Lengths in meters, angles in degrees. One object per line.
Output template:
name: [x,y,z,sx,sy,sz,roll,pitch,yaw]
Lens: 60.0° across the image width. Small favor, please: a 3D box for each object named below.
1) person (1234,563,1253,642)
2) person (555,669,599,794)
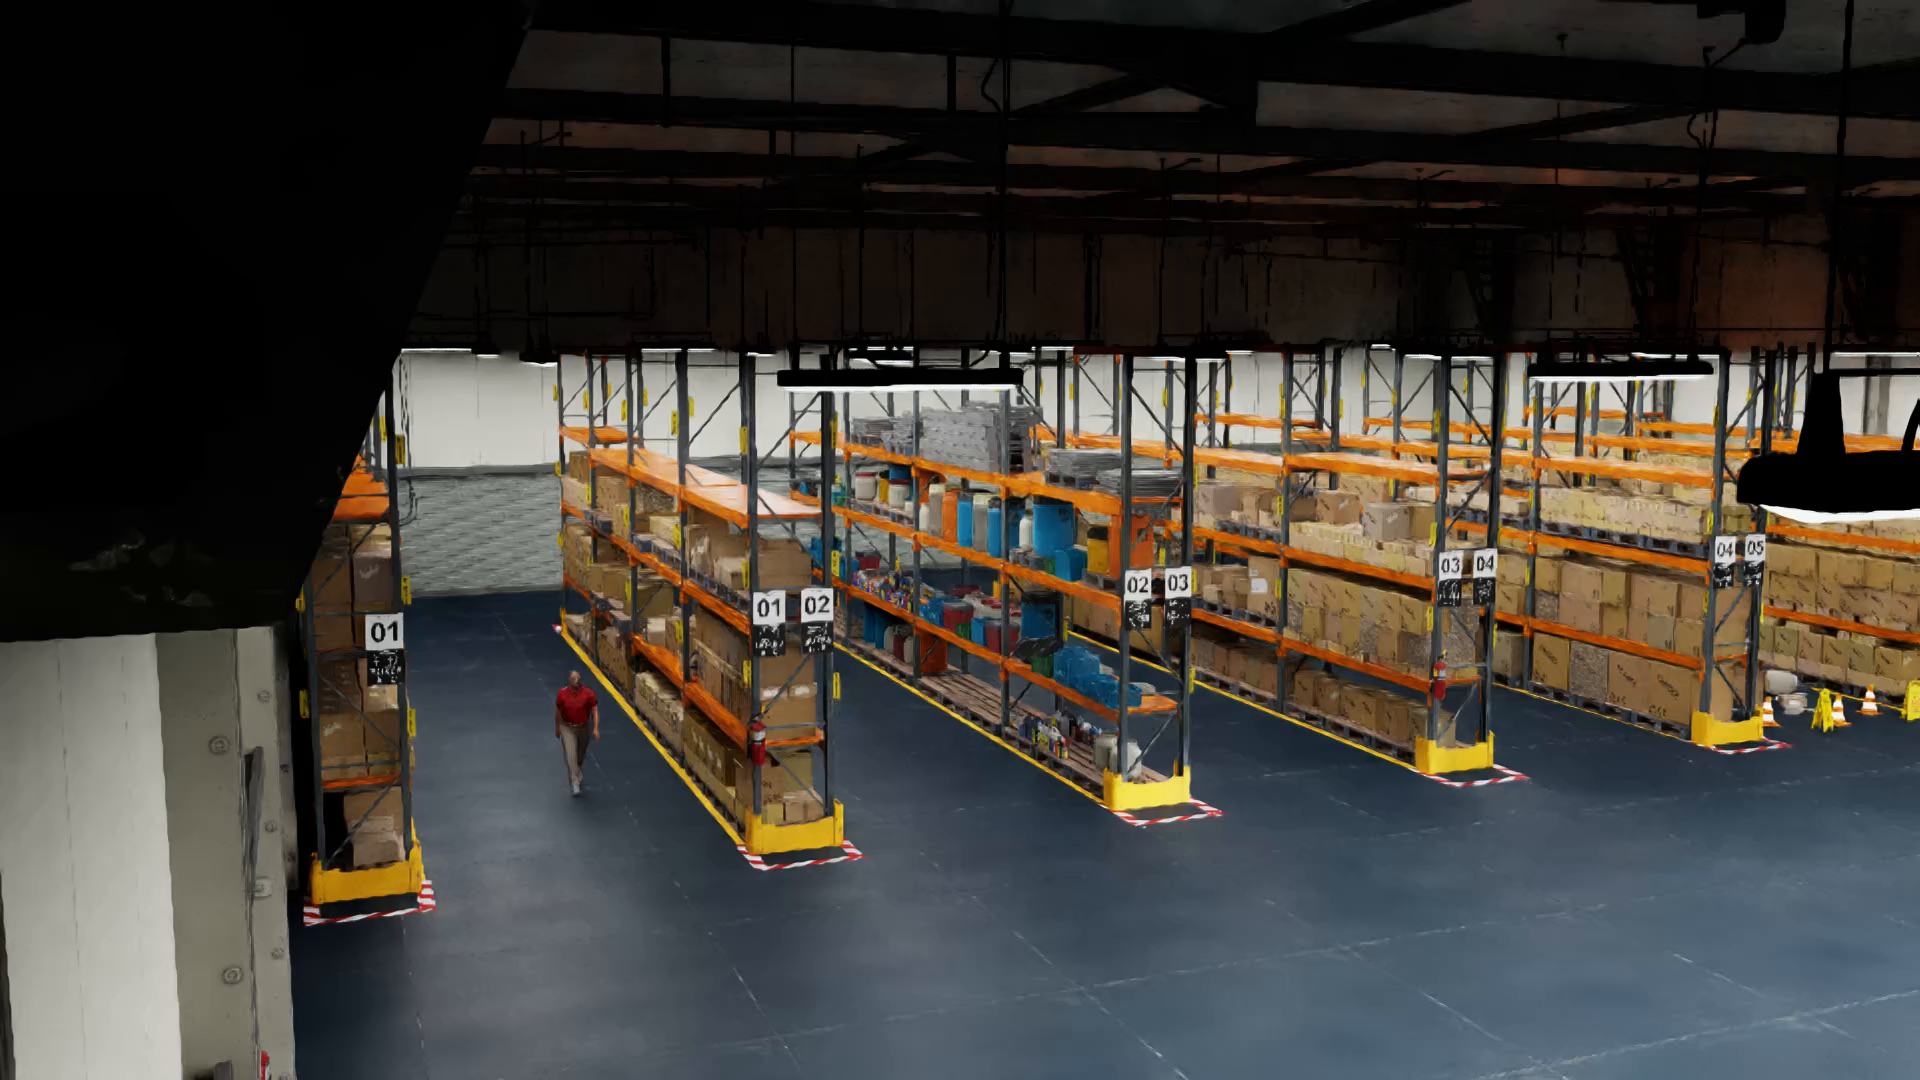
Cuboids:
person: [5.470,1.284,32.998,0.598,1.698,1.193,-2,8,-19]
person: [-5.264,2.601,22.912,0.554,1.659,1.036,-3,8,-22]
